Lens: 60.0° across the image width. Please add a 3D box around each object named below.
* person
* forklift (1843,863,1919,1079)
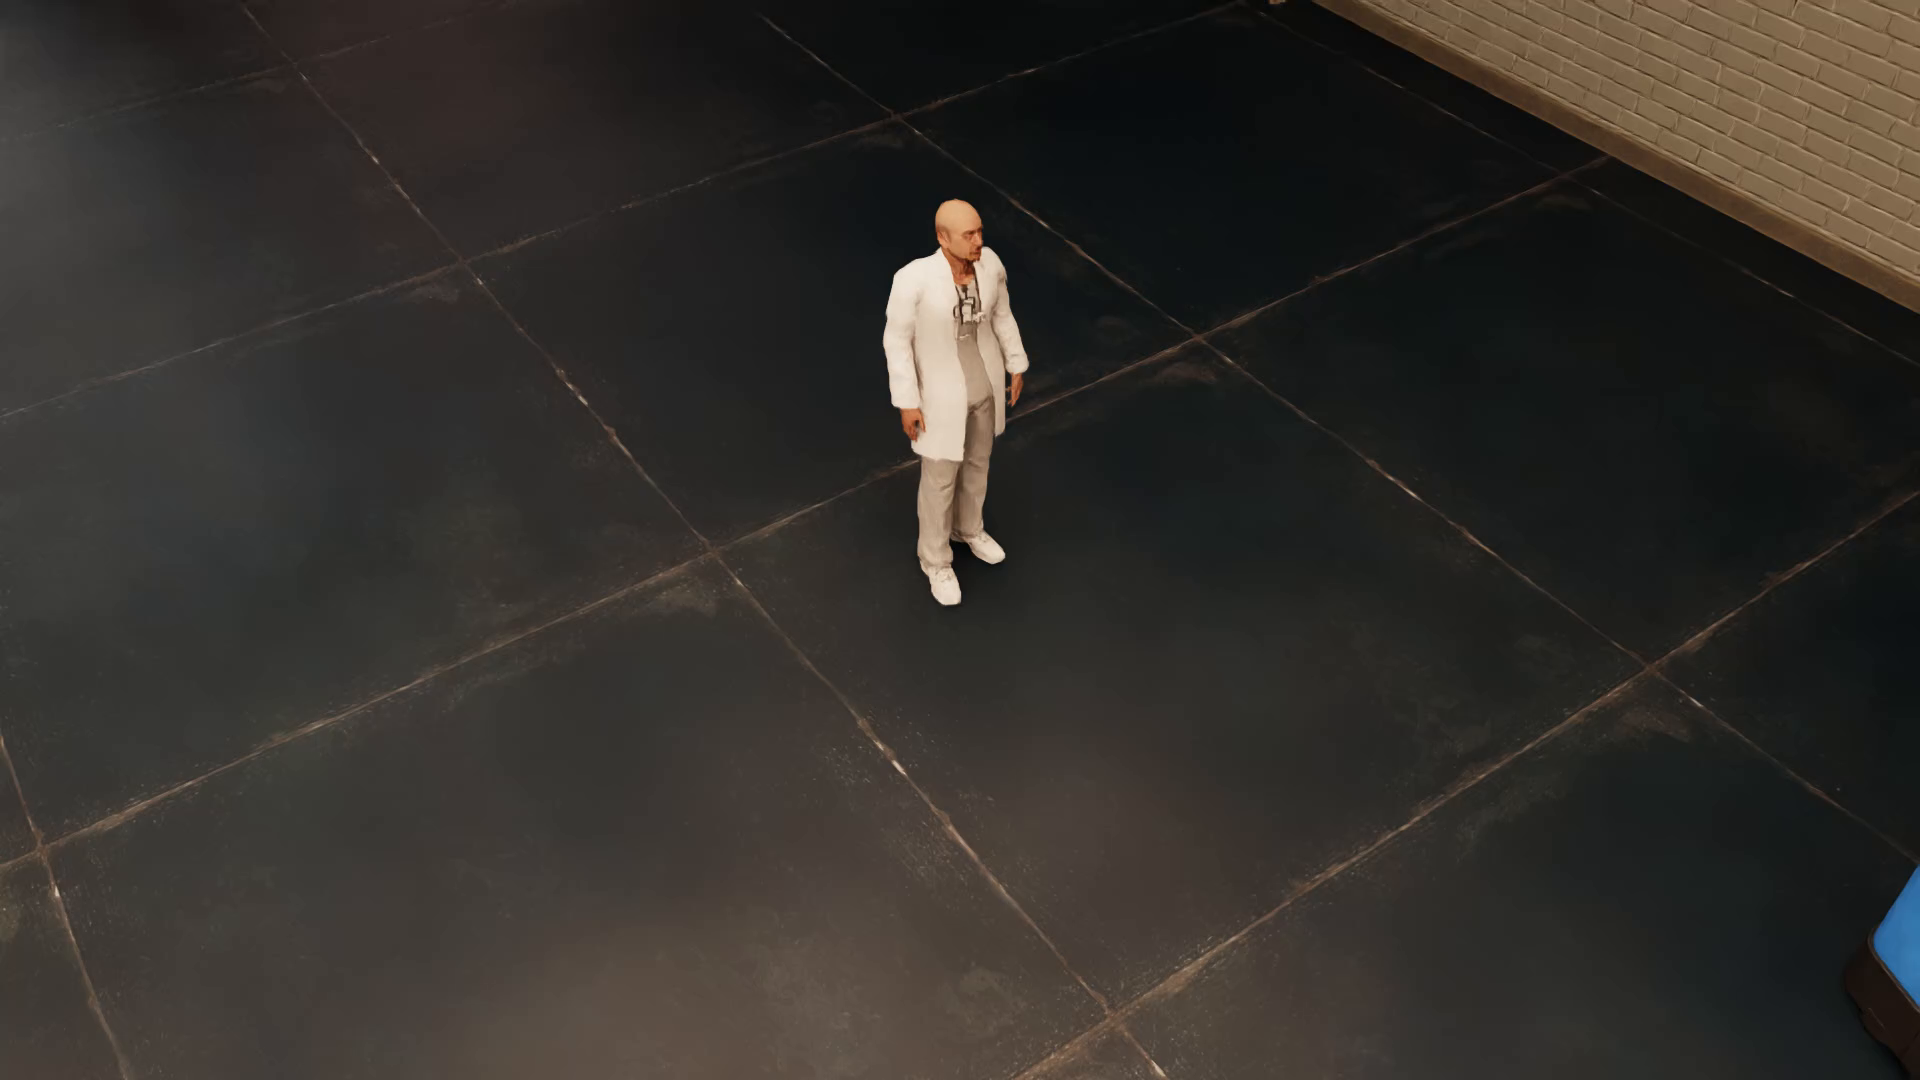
[{"bbox_3d":[0.048,-0.607,7.214,0.694,1.776,0.579,-25,48,-25],"label":"person"},{"bbox_3d":[4.077,1.440,4.153,1.130,2.935,3.031,-10,44,-11],"label":"forklift"}]
